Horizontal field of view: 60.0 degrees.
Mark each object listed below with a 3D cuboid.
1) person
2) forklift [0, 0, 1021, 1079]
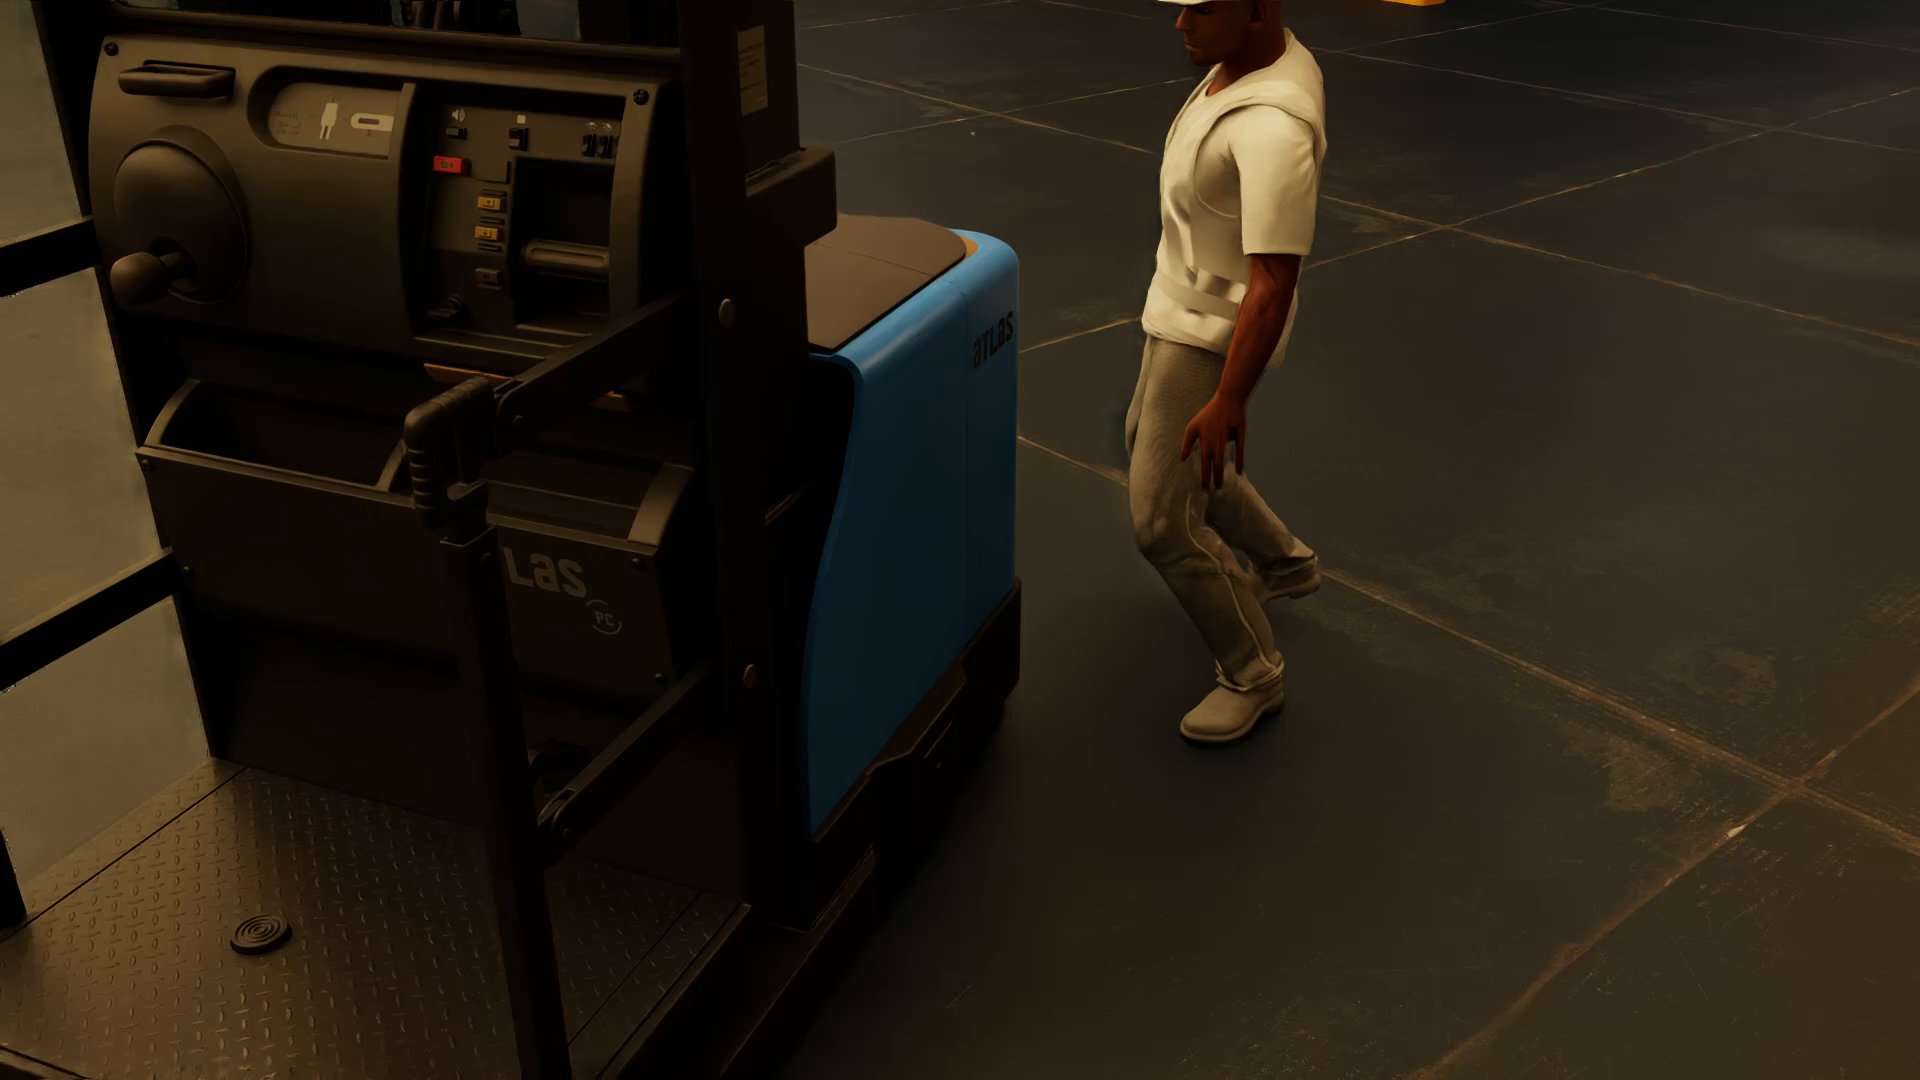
[{"bbox_3d":[0.611,-0.495,3.612,0.492,1.683,0.934,4,27,8],"label":"person"},{"bbox_3d":[-0.895,-0.437,2.083,1.130,2.935,3.031,10,28,20],"label":"forklift"}]
